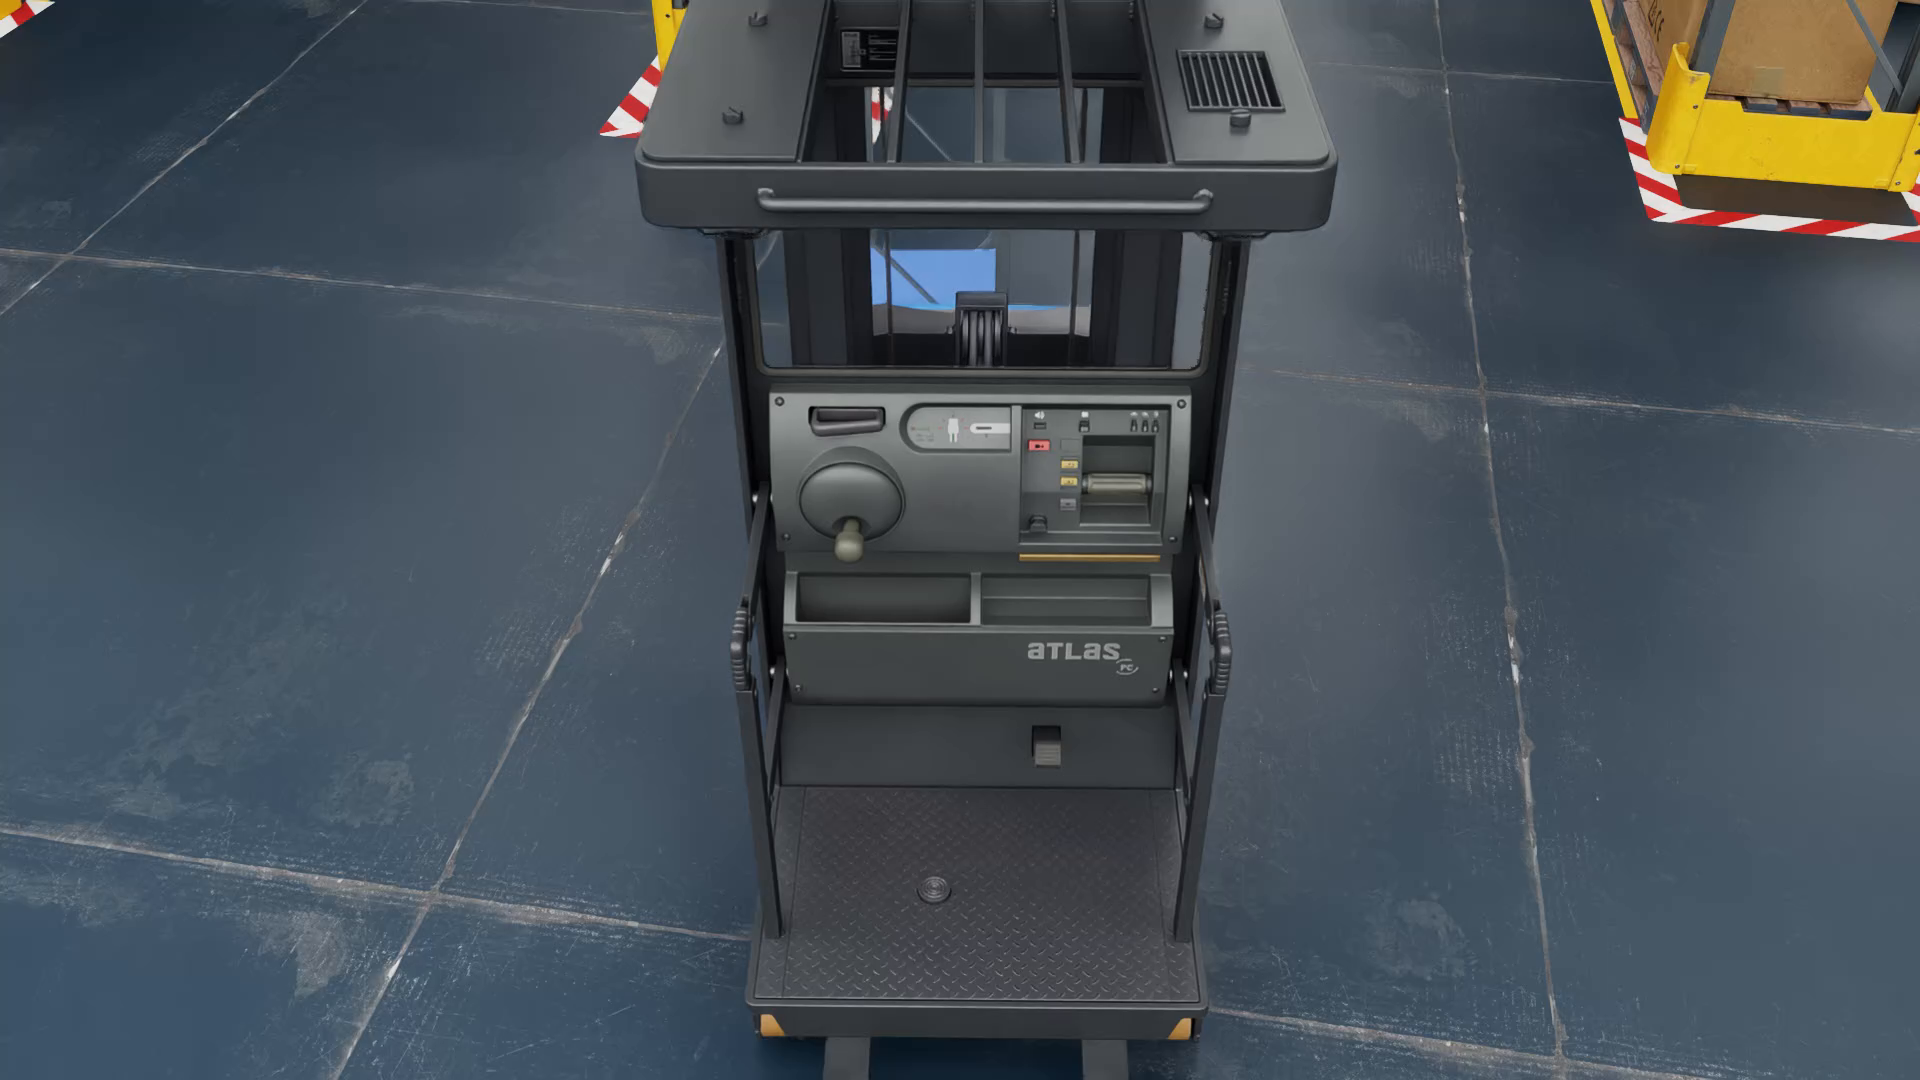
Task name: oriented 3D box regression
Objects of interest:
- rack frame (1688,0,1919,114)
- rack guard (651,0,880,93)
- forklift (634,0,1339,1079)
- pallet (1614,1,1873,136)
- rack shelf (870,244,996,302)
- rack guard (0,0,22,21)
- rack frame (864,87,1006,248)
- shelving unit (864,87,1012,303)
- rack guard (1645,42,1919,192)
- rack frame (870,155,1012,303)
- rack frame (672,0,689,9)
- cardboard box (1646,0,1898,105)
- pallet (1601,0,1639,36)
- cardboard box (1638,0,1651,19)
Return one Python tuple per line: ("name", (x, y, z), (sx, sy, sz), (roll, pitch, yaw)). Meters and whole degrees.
("rack frame", (3.882, -2.949, 6.962), (1.000, 3.000, 0.127), (6, 40, 8))
("rack guard", (-0.972, -2.643, 8.555), (1.175, 0.500, 0.348), (6, 40, 8))
("forklift", (0.044, -0.069, 3.534), (1.130, 2.935, 3.031), (0, 40, 0))
("pallet", (3.944, -2.384, 8.468), (1.003, 0.211, 1.213), (6, 40, 8))
("rack shelf", (-0.098, -0.689, 5.689), (0.538, 0.185, 1.000), (0, 40, 0))
("rack guard", (-5.897, -3.195, 9.222), (1.175, 0.500, 0.348), (6, 40, 8))
("rack frame", (-0.093, -1.151, 5.966), (0.500, 1.500, 0.032), (0, 40, 0))
("shelving unit", (-0.098, -0.828, 5.574), (0.538, 1.500, 1.048), (0, 40, 0))
("rack guard", (3.878, -1.970, 7.741), (1.175, 0.500, 0.348), (6, 40, 8))
("rack frame", (-0.103, -0.504, 5.182), (0.500, 1.500, 0.032), (0, 40, 0))
("rack frame", (-0.985, -3.559, 7.701), (1.000, 3.000, 0.127), (6, 40, 8))
("cardboard box", (3.934, -2.725, 8.029), (0.875, 0.875, 0.875), (7, 40, 8))
("pallet", (4.157, -3.148, 9.392), (1.003, 0.211, 1.213), (6, 40, 8))
("cardboard box", (4.085, -3.277, 8.697), (0.875, 0.875, 0.875), (6, 40, 7))
